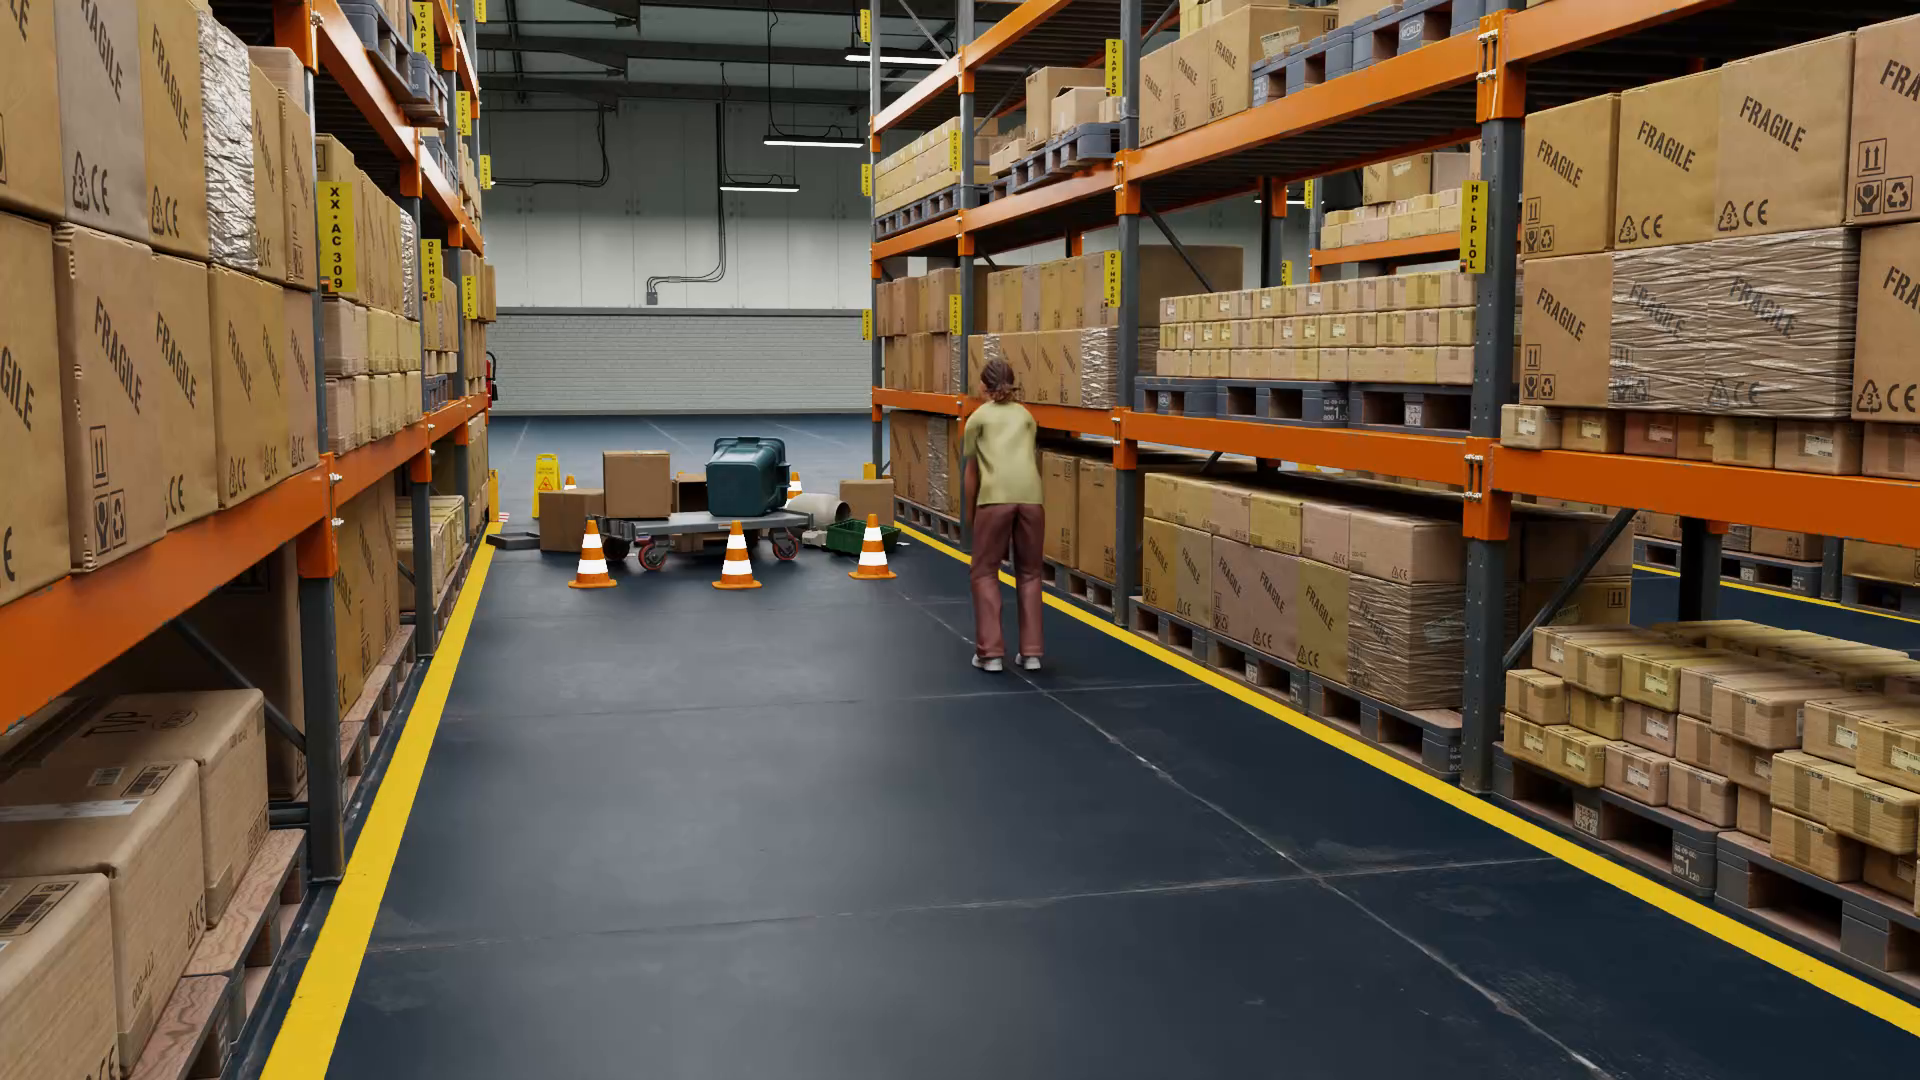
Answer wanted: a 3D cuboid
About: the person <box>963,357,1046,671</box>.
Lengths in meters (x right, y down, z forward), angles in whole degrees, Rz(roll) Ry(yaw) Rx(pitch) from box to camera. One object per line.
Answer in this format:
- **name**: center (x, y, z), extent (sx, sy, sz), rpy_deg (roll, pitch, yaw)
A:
- **person**: center (0.222, -0.142, 8.720), extent (0.404, 1.623, 0.538), rpy_deg (-2, 6, -15)
